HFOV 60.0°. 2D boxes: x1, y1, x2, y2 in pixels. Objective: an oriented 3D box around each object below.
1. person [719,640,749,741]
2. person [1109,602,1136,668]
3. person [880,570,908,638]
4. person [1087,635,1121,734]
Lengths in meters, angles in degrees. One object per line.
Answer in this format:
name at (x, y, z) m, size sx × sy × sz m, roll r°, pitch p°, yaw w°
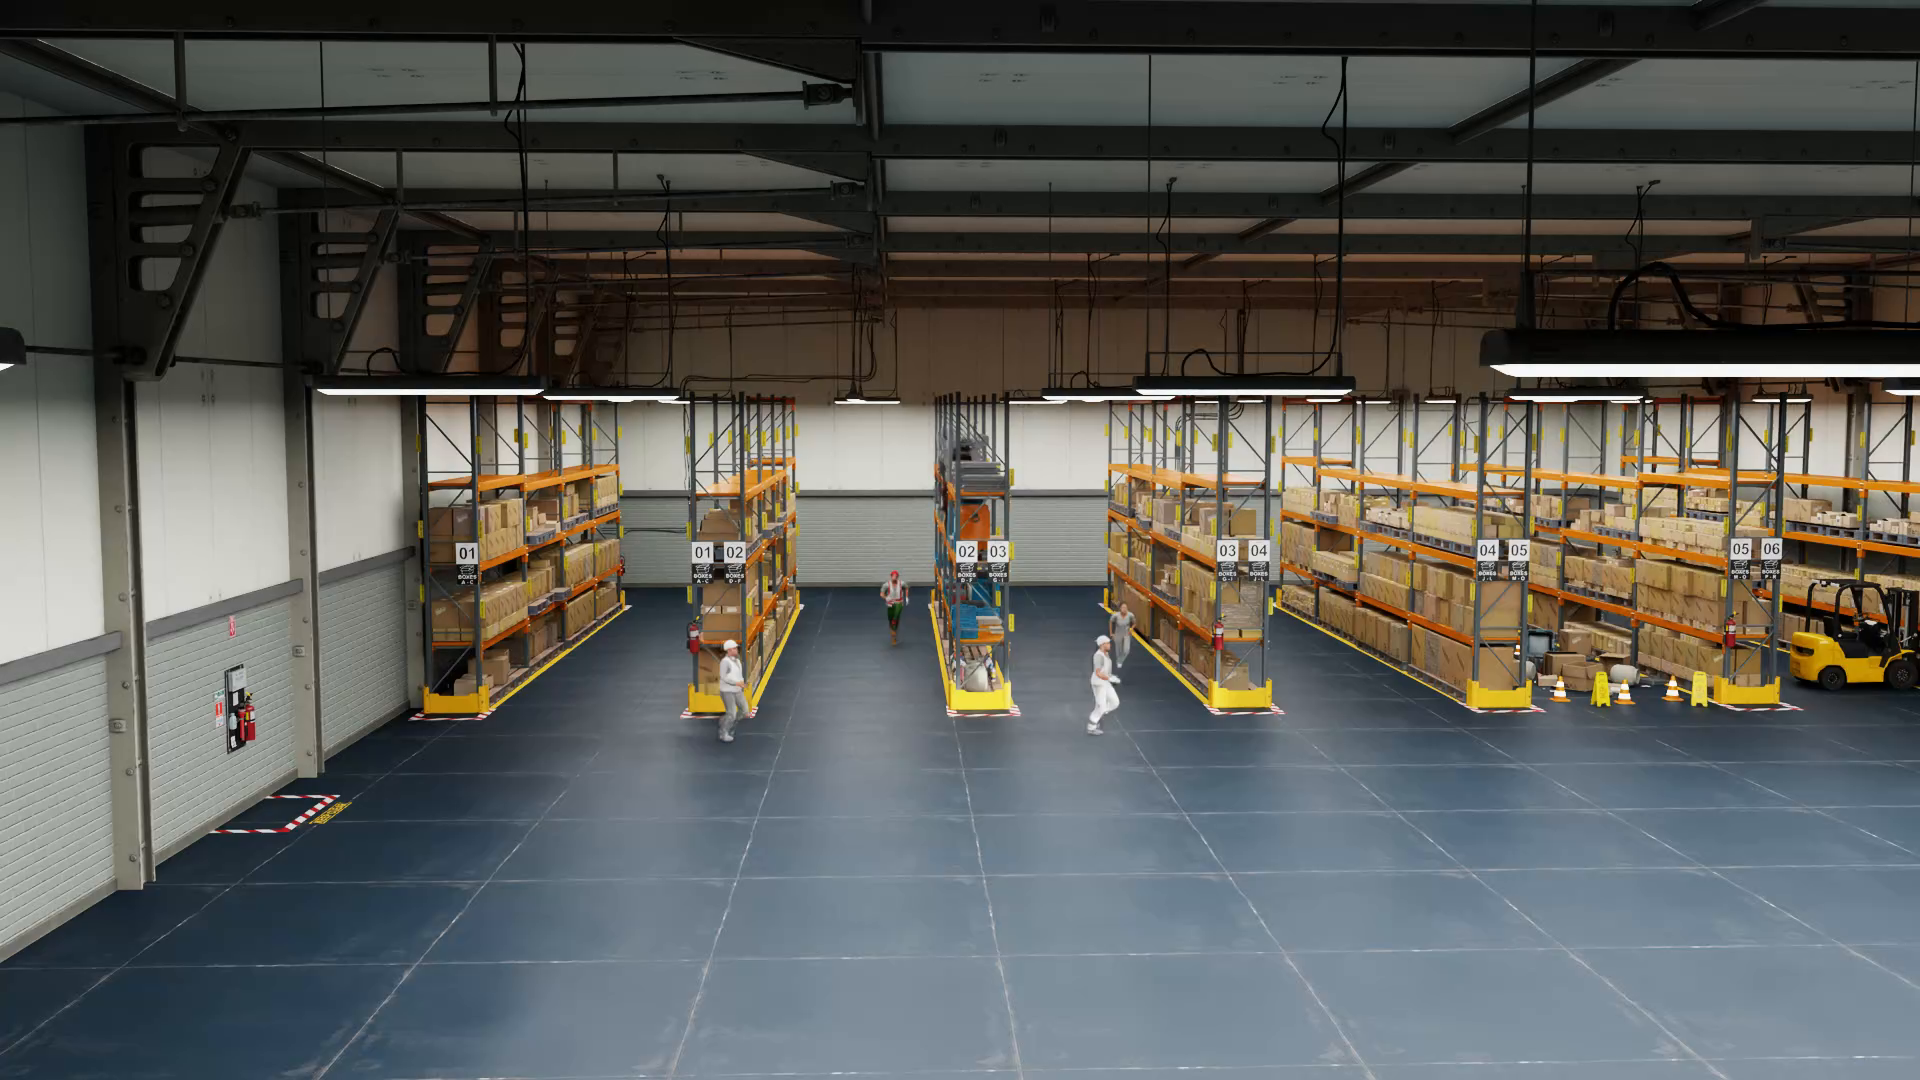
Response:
person at (-3.857, 2.568, 28.483) m, size 0.599 × 1.732 × 0.689 m, roll 2°, pitch 5°, yaw 23°
person at (3.412, 1.969, 34.968) m, size 0.557 × 1.407 × 0.764 m, roll 0°, pitch 5°, yaw -3°
person at (-1.584, 1.570, 40.148) m, size 0.686 × 1.702 × 1.053 m, roll 0°, pitch 5°, yaw -3°
person at (2.534, 2.524, 29.025) m, size 0.642 × 1.735 × 0.661 m, roll 2°, pitch 5°, yaw 22°
